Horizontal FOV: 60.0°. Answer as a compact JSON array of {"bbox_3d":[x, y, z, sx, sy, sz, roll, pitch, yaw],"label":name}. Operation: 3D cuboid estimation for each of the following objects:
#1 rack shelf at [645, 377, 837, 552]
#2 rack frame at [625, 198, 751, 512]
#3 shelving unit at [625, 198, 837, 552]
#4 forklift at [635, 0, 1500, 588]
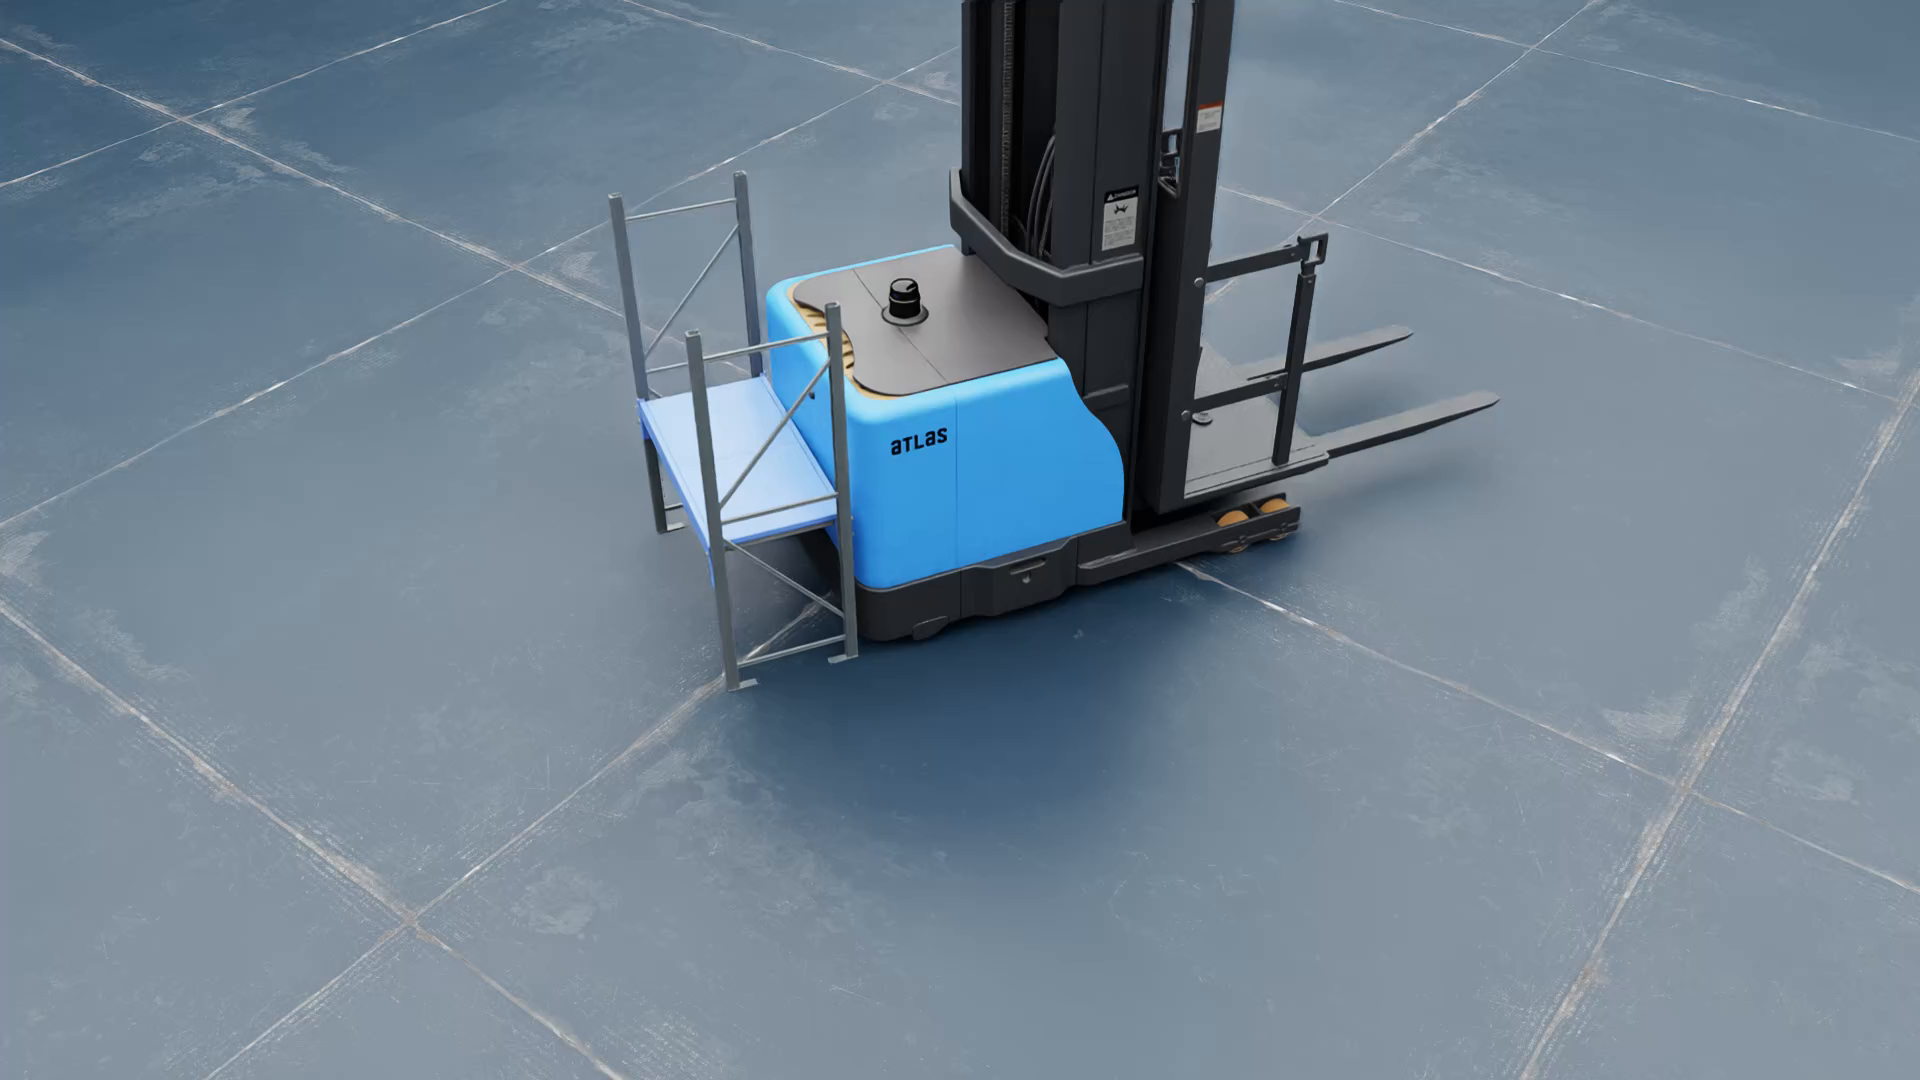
[{"bbox_3d":[-0.811,-0.289,6.115,0.459,0.062,0.952,-14,40,-18],"label":"rack shelf"},{"bbox_3d":[-1.009,-0.681,6.403,0.475,1.308,0.013,-14,40,-18],"label":"rack frame"},{"bbox_3d":[-0.820,-0.403,6.048,0.475,1.308,0.991,-14,40,-18],"label":"shelving unit"},{"bbox_3d":[8.400,-0.698,4.723,16.613,3.598,10.237,-16,41,-19],"label":"forklift"}]
